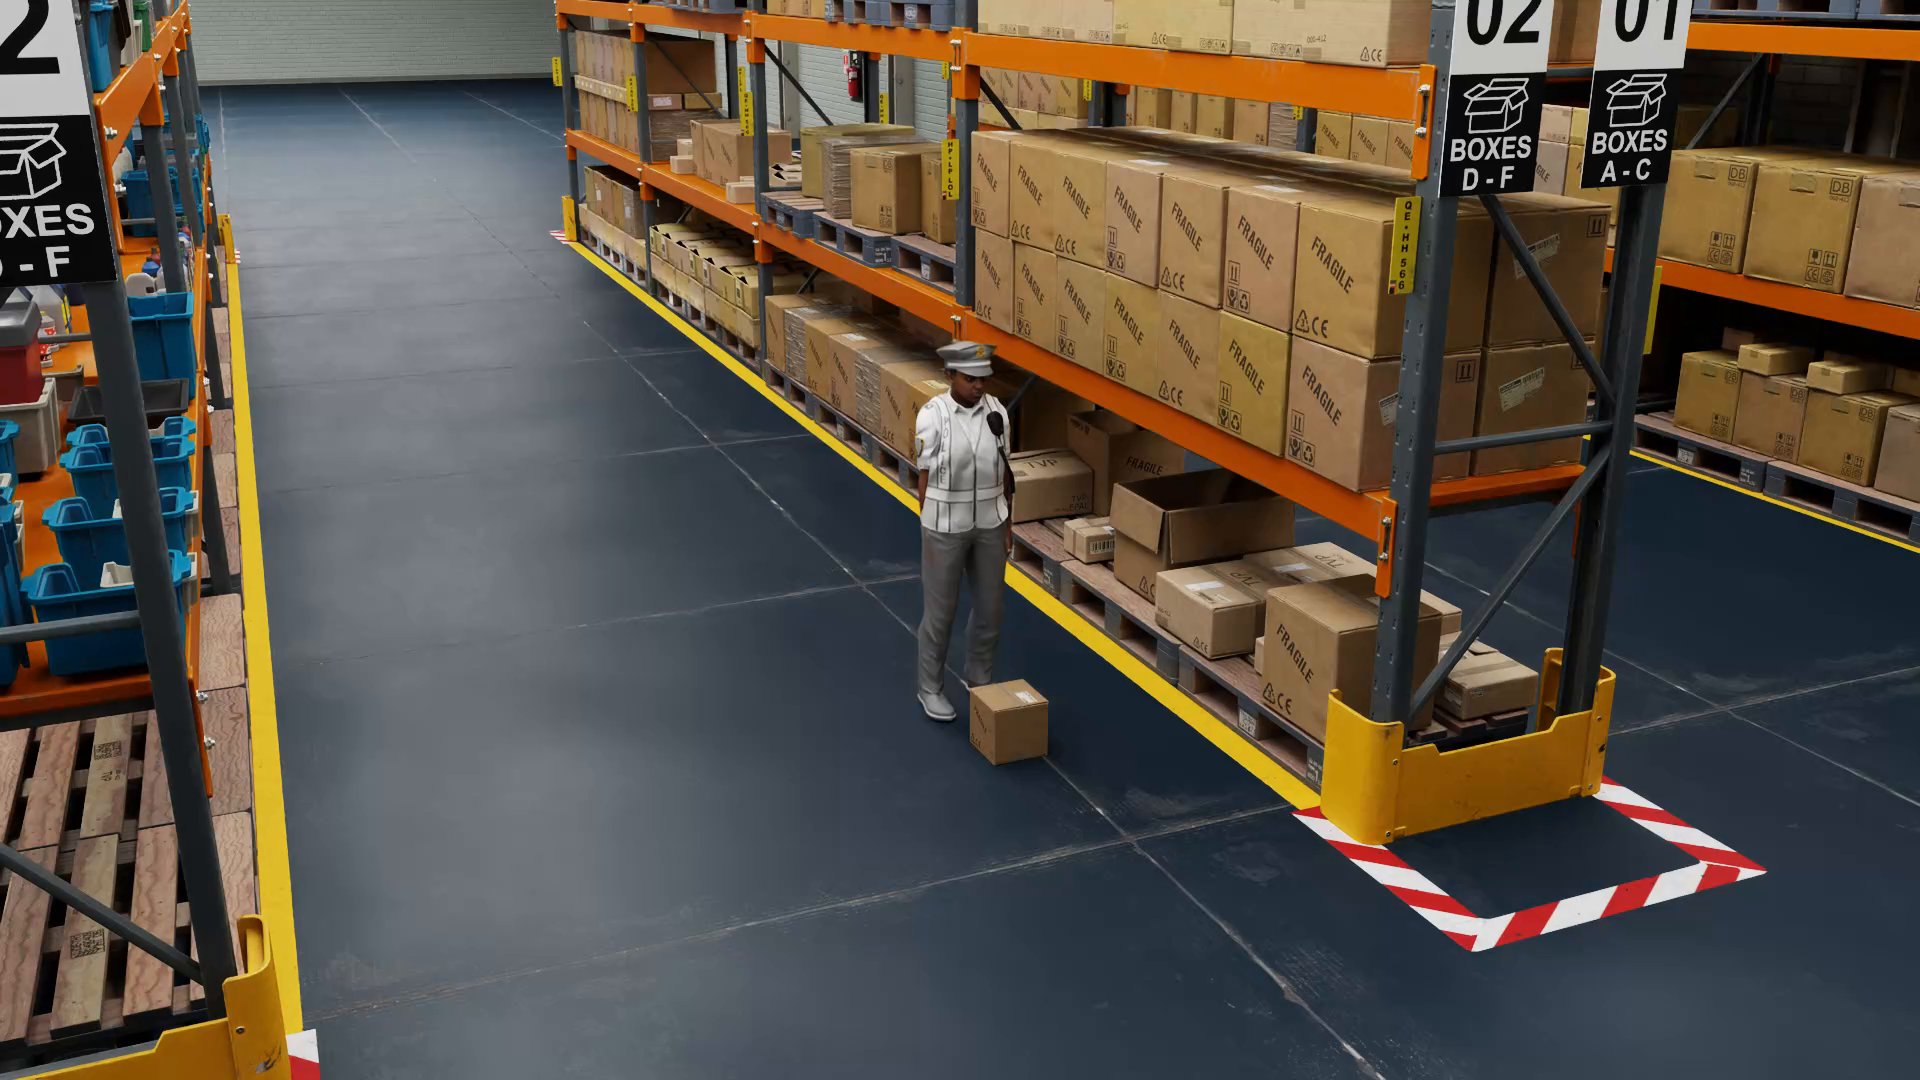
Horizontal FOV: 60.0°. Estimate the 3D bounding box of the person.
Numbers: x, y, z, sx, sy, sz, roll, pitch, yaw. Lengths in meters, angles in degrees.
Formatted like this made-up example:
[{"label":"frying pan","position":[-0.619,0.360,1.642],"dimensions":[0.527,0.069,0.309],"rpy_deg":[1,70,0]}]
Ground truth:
[{"label":"person","position":[0.034,-0.044,7.187],"dimensions":[0.437,1.668,0.341],"rpy_deg":[-7,20,-21]}]
